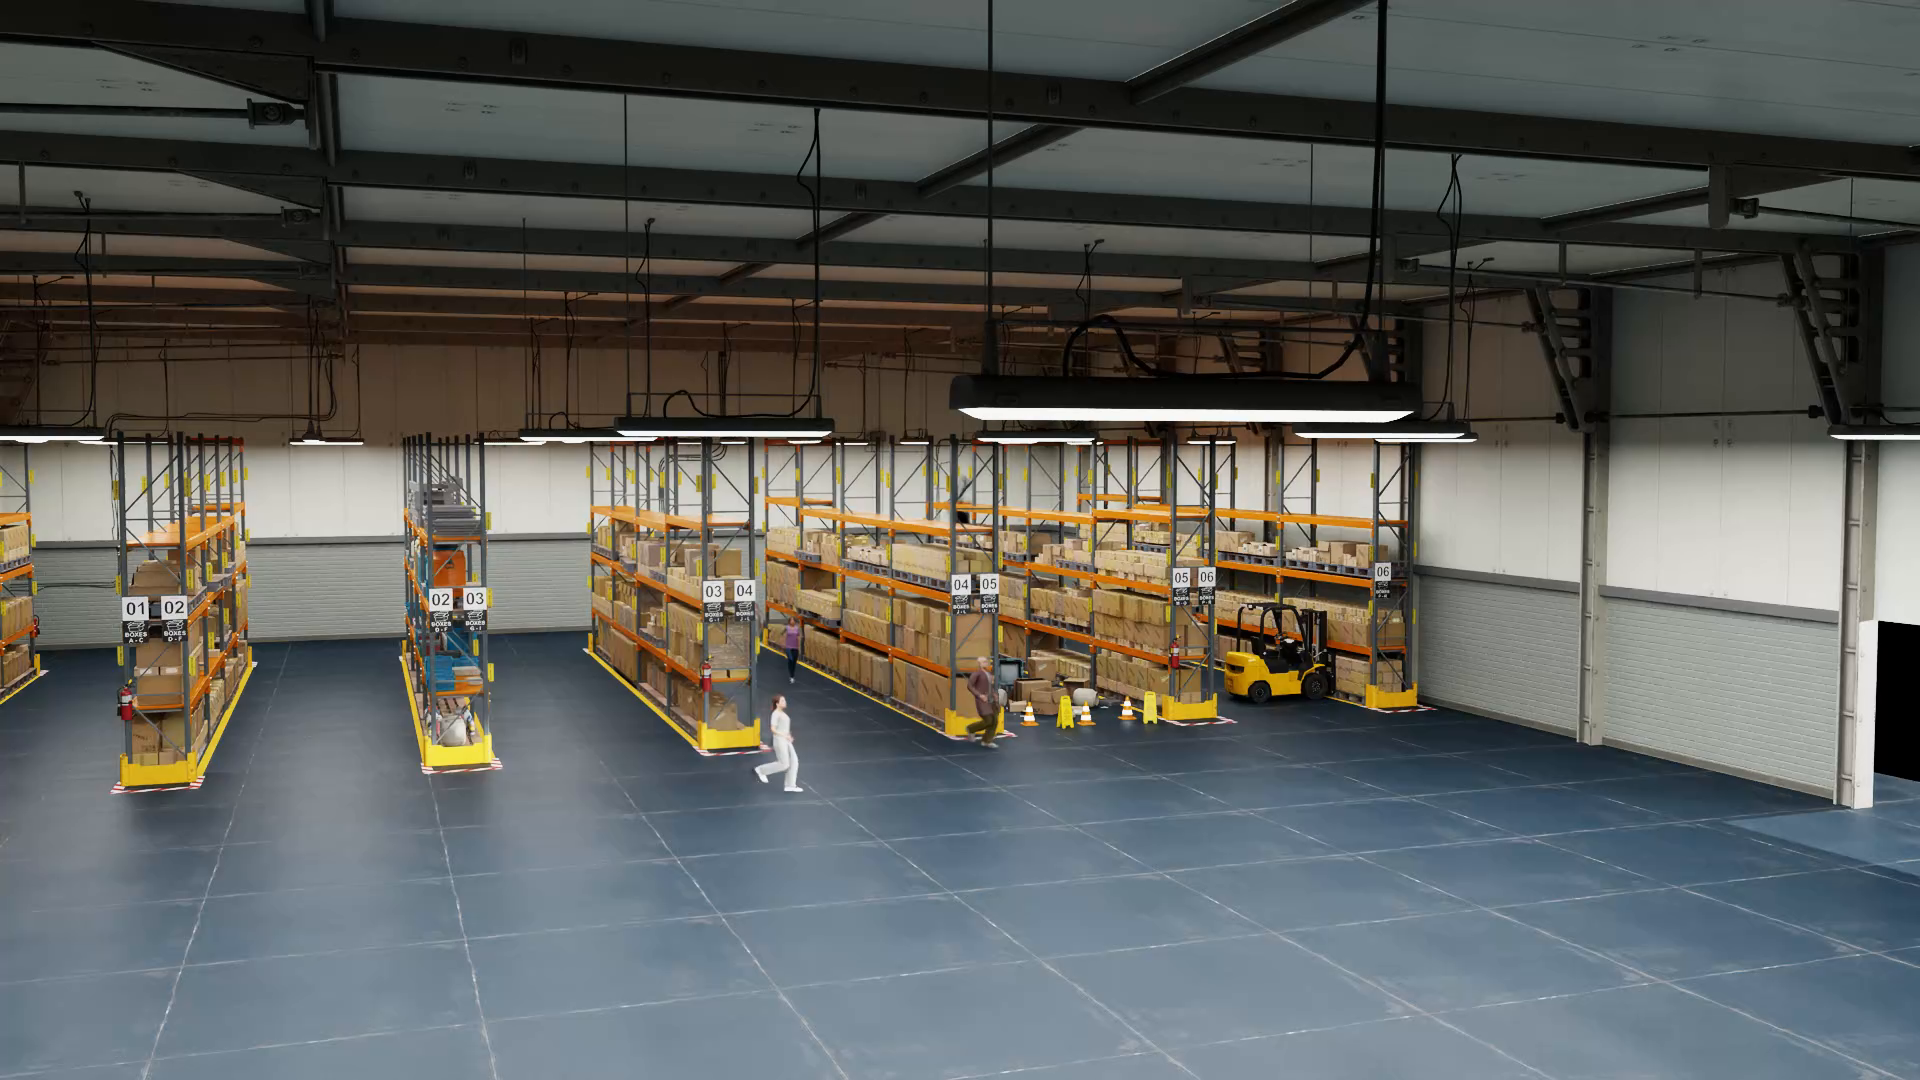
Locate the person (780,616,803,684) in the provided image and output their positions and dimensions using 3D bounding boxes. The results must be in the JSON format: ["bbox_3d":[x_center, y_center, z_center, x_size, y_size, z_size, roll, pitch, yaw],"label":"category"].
[{"bbox_3d":[-4.100,2.653,40.575,0.526,1.608,0.844,-1,3,-20],"label":"person"}]

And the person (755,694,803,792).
[{"bbox_3d":[-3.003,3.385,27.696,0.791,1.620,0.580,1,3,10],"label":"person"}]

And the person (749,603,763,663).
[{"bbox_3d":[-5.531,2.475,44.608,0.566,1.587,0.828,-1,3,-25],"label":"person"}]

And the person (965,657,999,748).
[{"bbox_3d":[0.426,3.099,31.816,0.680,1.734,0.729,2,4,32],"label":"person"}]
